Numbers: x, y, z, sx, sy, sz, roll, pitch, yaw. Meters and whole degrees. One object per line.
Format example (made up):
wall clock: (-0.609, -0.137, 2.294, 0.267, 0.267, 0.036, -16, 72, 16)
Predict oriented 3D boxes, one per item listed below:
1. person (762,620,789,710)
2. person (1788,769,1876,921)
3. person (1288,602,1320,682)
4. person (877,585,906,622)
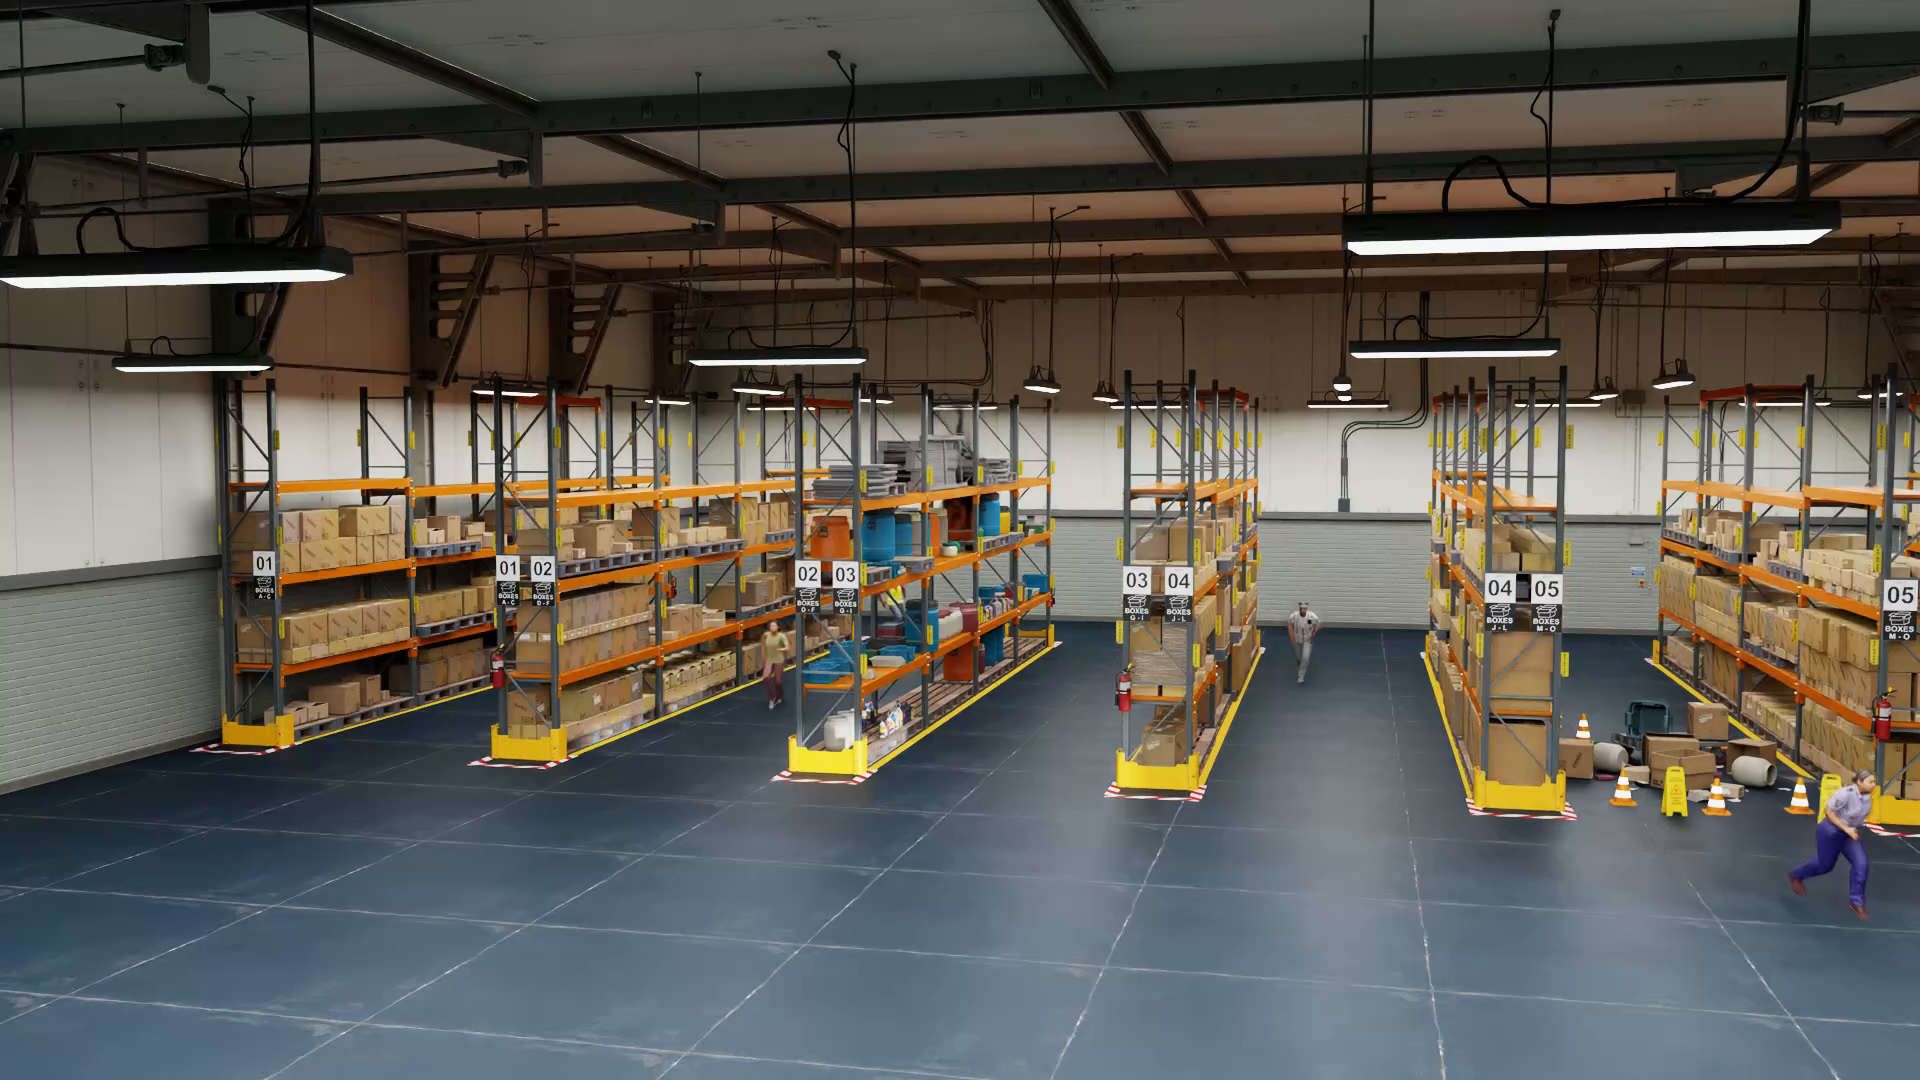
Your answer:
person: (-3.454, 2.308, 31.066, 0.602, 1.674, 0.800, 1, 3, 10)
person: (9.321, 3.188, 17.753, 0.639, 1.588, 0.973, -2, 4, -29)
person: (7.166, 2.103, 34.677, 0.663, 1.716, 0.865, 1, 3, 11)
person: (-1.650, 1.638, 41.842, 0.757, 1.765, 0.665, -2, 4, -35)
